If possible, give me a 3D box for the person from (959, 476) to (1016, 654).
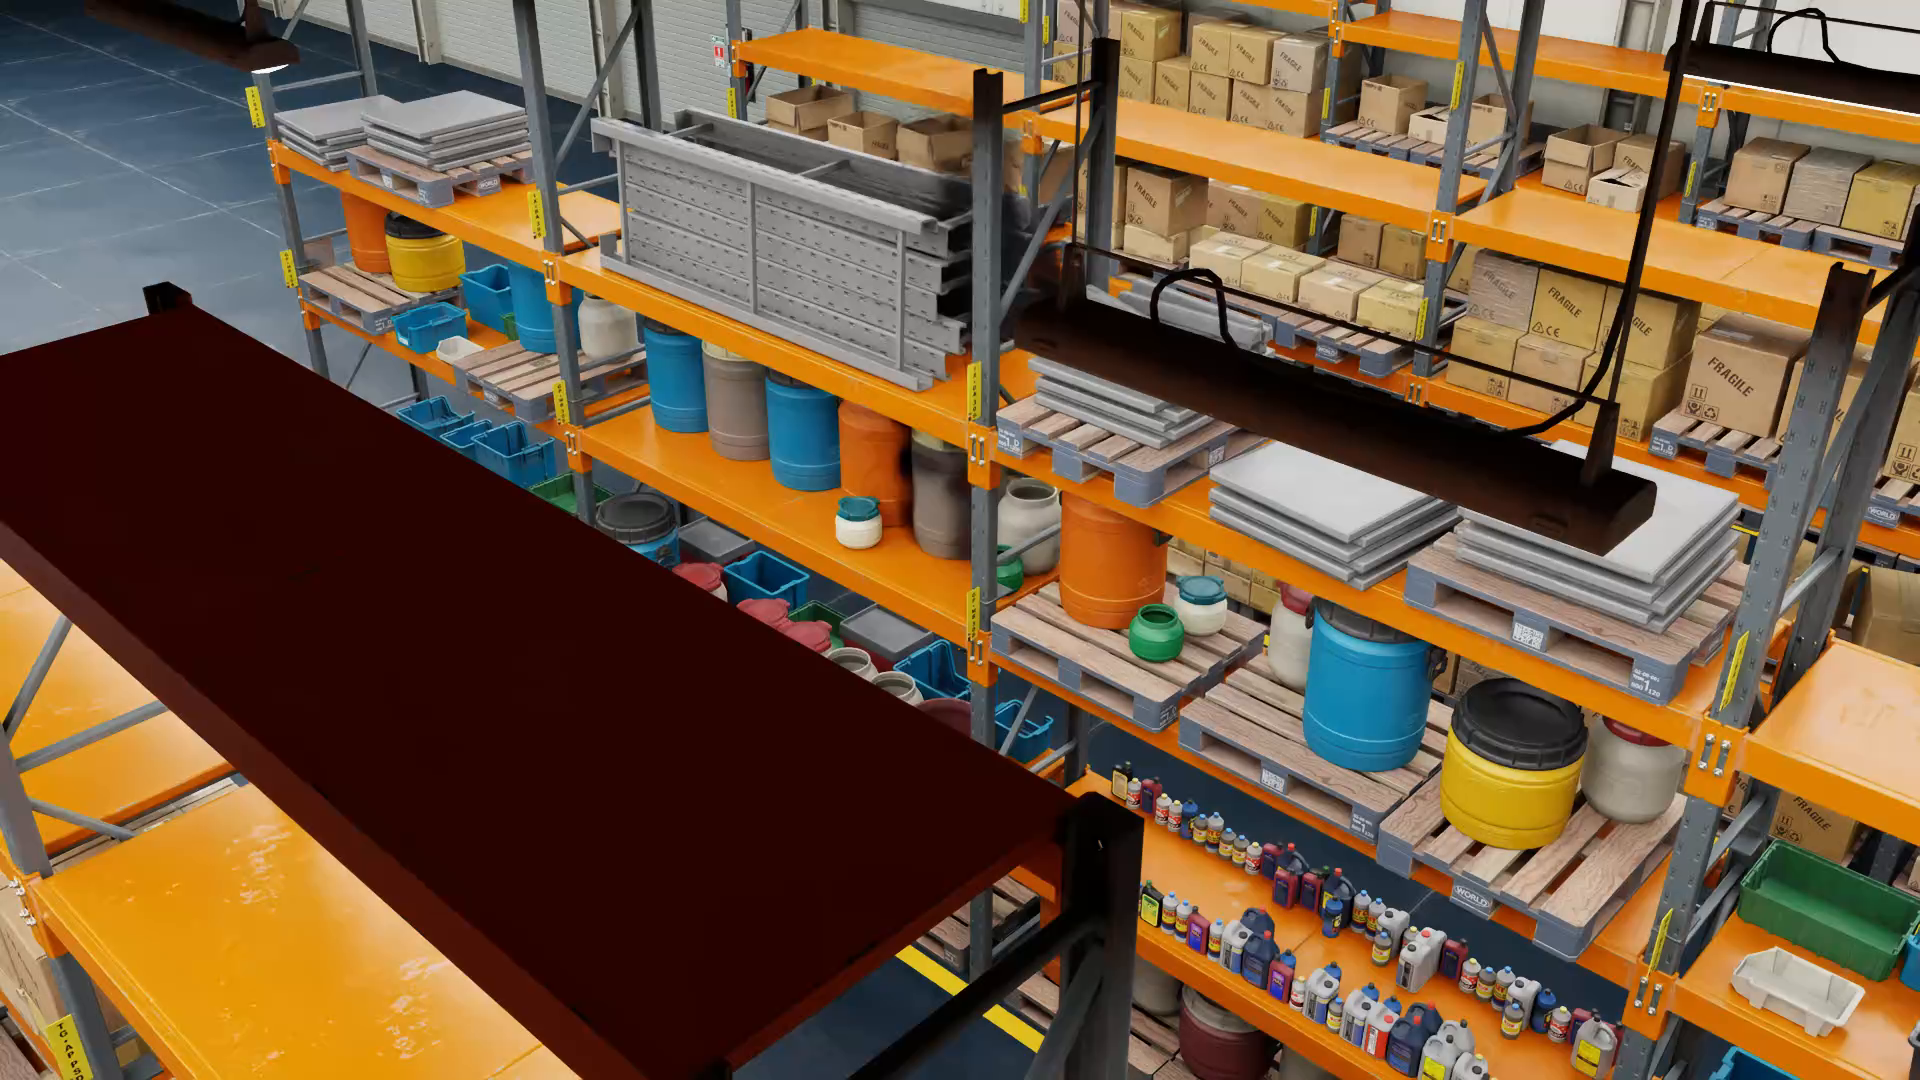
[{"bbox_3d":[0.408,0.241,14.070,0.819,1.778,0.632,14,32,23],"label":"person"}]
